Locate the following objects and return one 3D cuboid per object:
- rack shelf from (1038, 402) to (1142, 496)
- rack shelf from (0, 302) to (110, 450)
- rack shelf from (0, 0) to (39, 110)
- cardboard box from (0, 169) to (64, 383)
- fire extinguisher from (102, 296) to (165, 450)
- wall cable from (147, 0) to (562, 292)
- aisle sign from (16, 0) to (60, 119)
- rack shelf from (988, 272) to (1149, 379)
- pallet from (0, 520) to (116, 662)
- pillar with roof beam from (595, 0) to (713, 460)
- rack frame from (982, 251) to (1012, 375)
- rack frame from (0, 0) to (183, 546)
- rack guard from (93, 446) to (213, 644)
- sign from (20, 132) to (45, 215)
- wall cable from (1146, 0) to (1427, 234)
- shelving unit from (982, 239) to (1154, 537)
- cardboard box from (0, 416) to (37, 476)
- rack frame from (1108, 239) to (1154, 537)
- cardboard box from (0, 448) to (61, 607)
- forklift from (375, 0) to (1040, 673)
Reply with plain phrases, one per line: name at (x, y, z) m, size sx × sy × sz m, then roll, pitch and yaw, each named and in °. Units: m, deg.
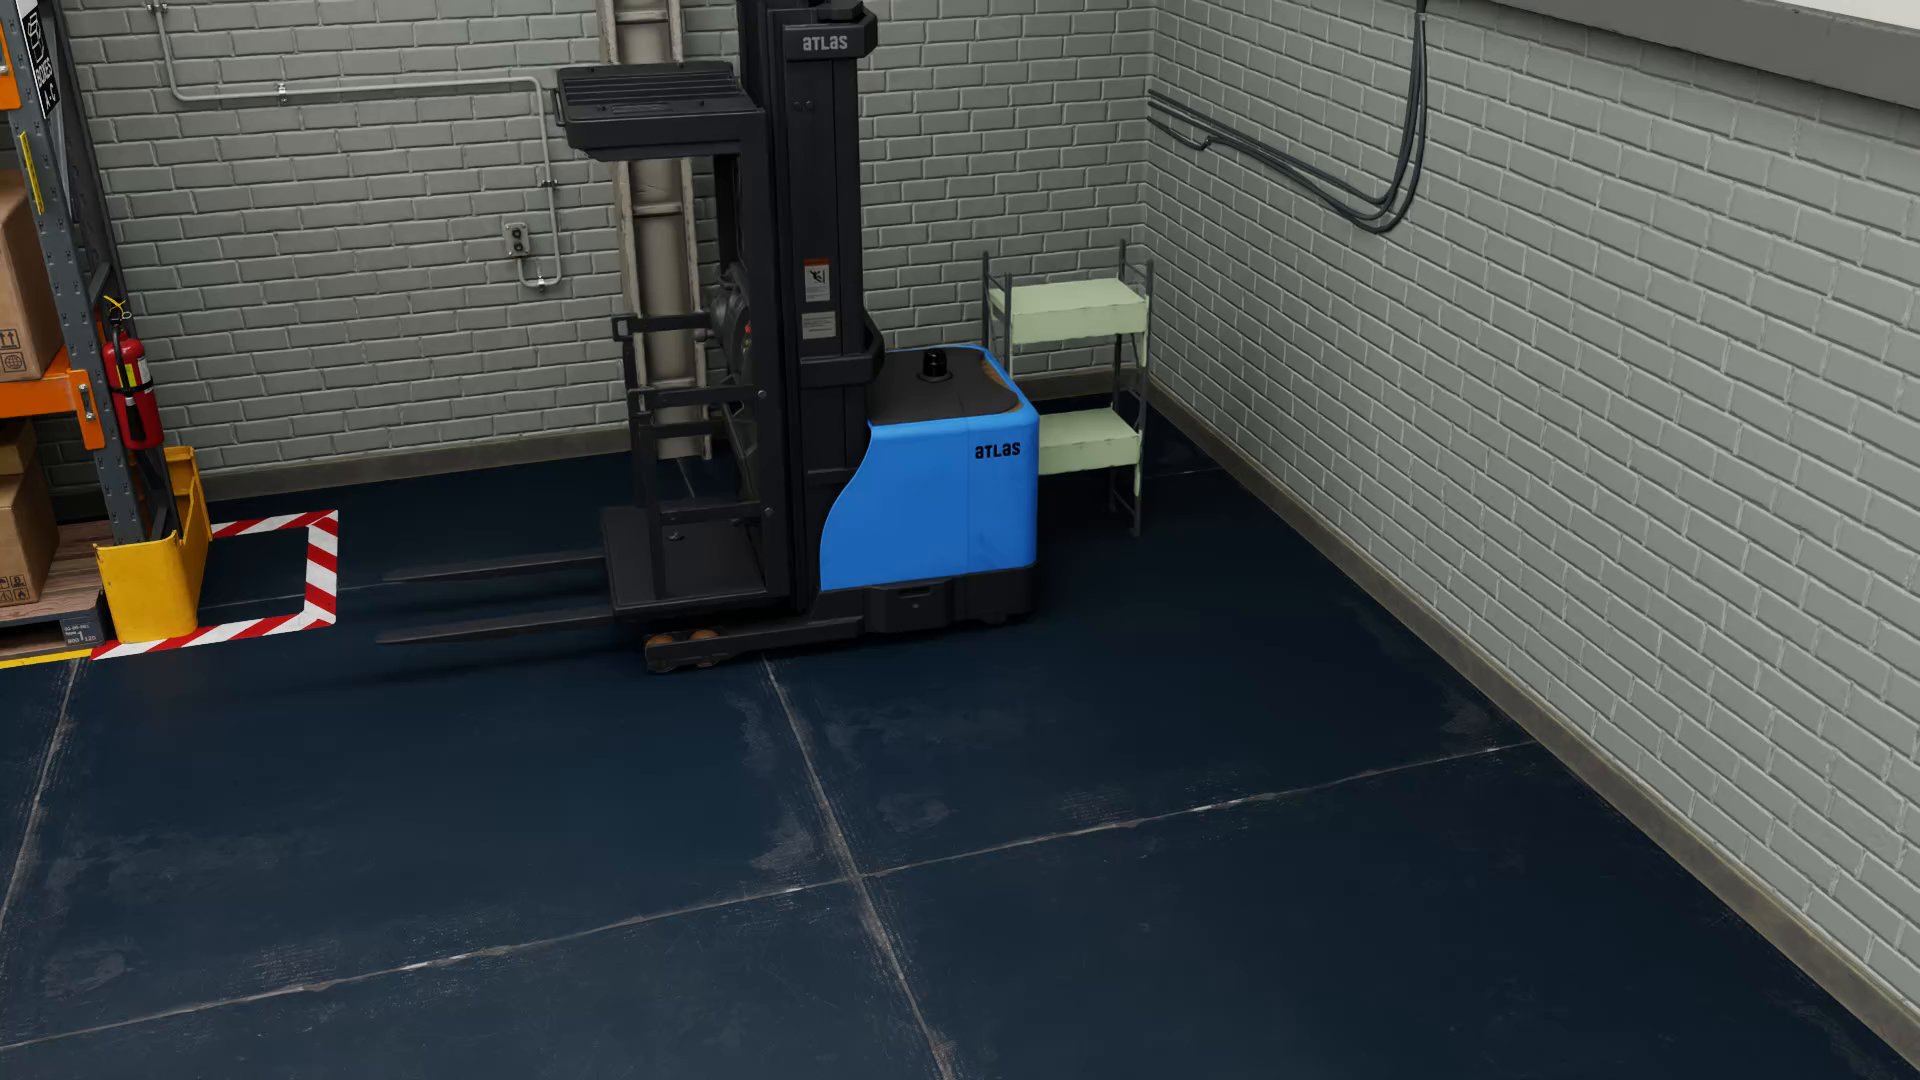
rack shelf at (0.530, -0.436, 8.676) m, size 0.720 × 0.370 × 0.431 m, roll -8°, pitch 27°, yaw -15°
rack shelf at (-5.877, -0.519, 7.231) m, size 4.000 × 0.370 × 1.077 m, roll -8°, pitch 28°, yaw -16°
rack shelf at (-5.877, -1.863, 6.564) m, size 4.000 × 0.370 × 1.077 m, roll -8°, pitch 28°, yaw -16°
cardboard box at (-4.457, -1.177, 7.409) m, size 0.700 × 0.700 × 0.980 m, roll -7°, pitch 27°, yaw -14°
fire extinguisher at (-3.689, -0.741, 7.375) m, size 0.183 × 0.674 × 0.296 m, roll -8°, pitch 28°, yaw -16°
wall cable at (-3.051, -2.148, 8.561) m, size 1.851 × 1.984 × 0.084 m, roll -8°, pitch 28°, yaw -16°
aisle sign at (-3.814, -2.164, 6.813) m, size 0.004 × 0.787 × 0.394 m, roll -8°, pitch 28°, yaw -16°
rack shelf at (0.530, -1.078, 8.357) m, size 0.720 × 0.370 × 0.431 m, roll -8°, pitch 27°, yaw -15°
pallet at (-4.711, 0.276, 7.958) m, size 1.213 × 0.211 × 1.003 m, roll -8°, pitch 28°, yaw -16°
pillar with roof beam at (-0.343, -2.721, 4.111) m, size 0.400 × 9.000 × 9.100 m, roll -8°, pitch 28°, yaw -16°
rack frame at (0.179, -0.682, 8.437) m, size 0.023 × 1.500 × 0.400 m, roll -8°, pitch 27°, yaw -15°
rack frame at (-3.975, -1.117, 7.626) m, size 0.127 × 3.000 × 1.000 m, roll -8°, pitch 28°, yaw -16°
rack guard at (-3.952, 0.000, 8.189) m, size 0.348 × 0.500 × 1.175 m, roll -8°, pitch 28°, yaw -16°
sign at (-3.820, -1.510, 6.850) m, size 0.005 × 0.325 × 0.100 m, roll -8°, pitch 28°, yaw -16°
wall cable at (1.514, -3.041, 8.247) m, size 0.112 × 2.526 × 3.097 m, roll -8°, pitch 28°, yaw -16°
shelving unit at (0.530, -0.728, 8.531) m, size 0.755 × 1.500 × 0.431 m, roll -8°, pitch 27°, yaw -15°
cardboard box at (-4.553, -0.439, 7.870) m, size 0.250 × 0.149 × 0.380 m, roll -8°, pitch 28°, yaw -16°
rack frame at (0.881, -0.775, 8.625) m, size 0.023 × 1.500 × 0.400 m, roll -8°, pitch 27°, yaw -15°
cardboard box at (-4.610, -0.047, 7.809) m, size 0.500 × 0.500 × 0.700 m, roll -8°, pitch 28°, yaw -16°
forklift at (-1.199, -0.972, 7.412) m, size 3.031 × 2.935 × 1.130 m, roll -6°, pitch 27°, yaw -13°
